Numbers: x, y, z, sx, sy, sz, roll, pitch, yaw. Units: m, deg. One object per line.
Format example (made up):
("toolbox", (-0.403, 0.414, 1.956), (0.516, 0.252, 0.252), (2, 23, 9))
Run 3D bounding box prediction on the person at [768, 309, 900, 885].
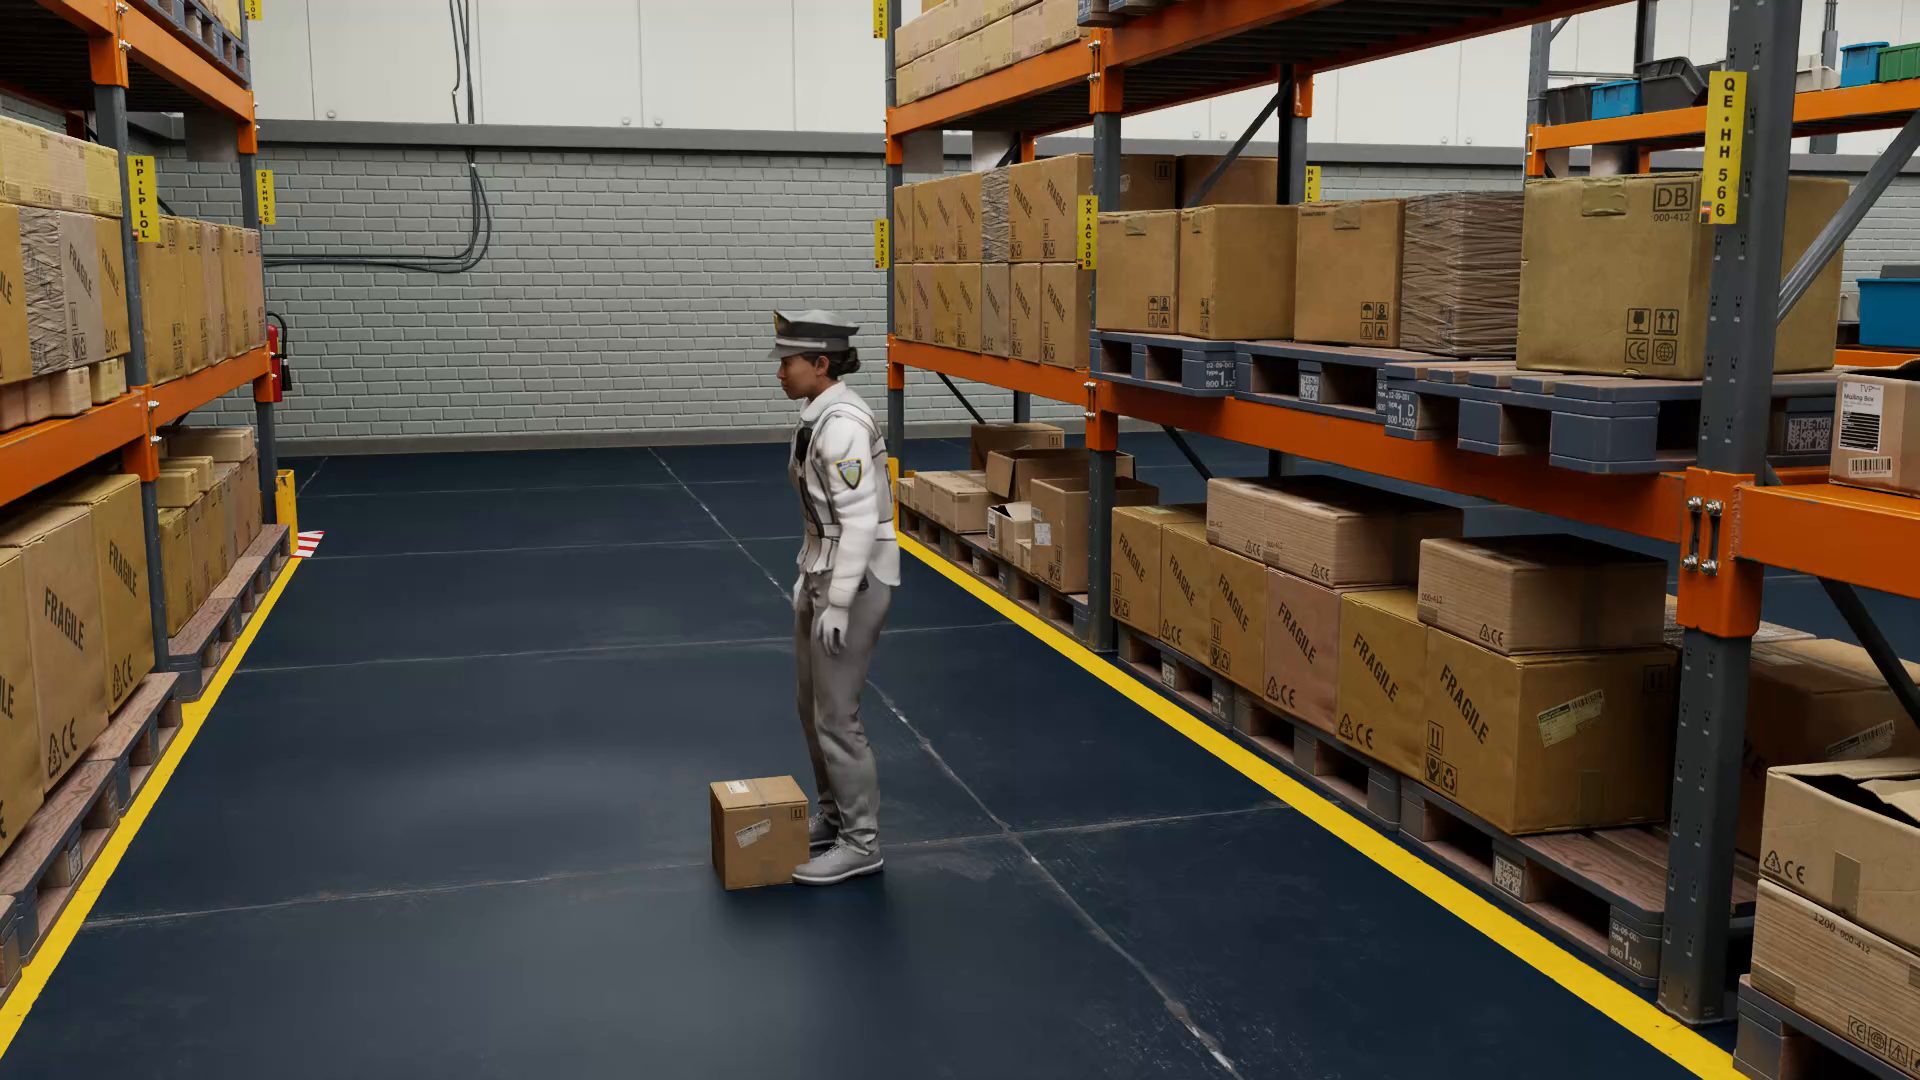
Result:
("person", (-0.372, 0.158, 4.909), (0.371, 1.663, 0.529), (-3, 10, -16))
